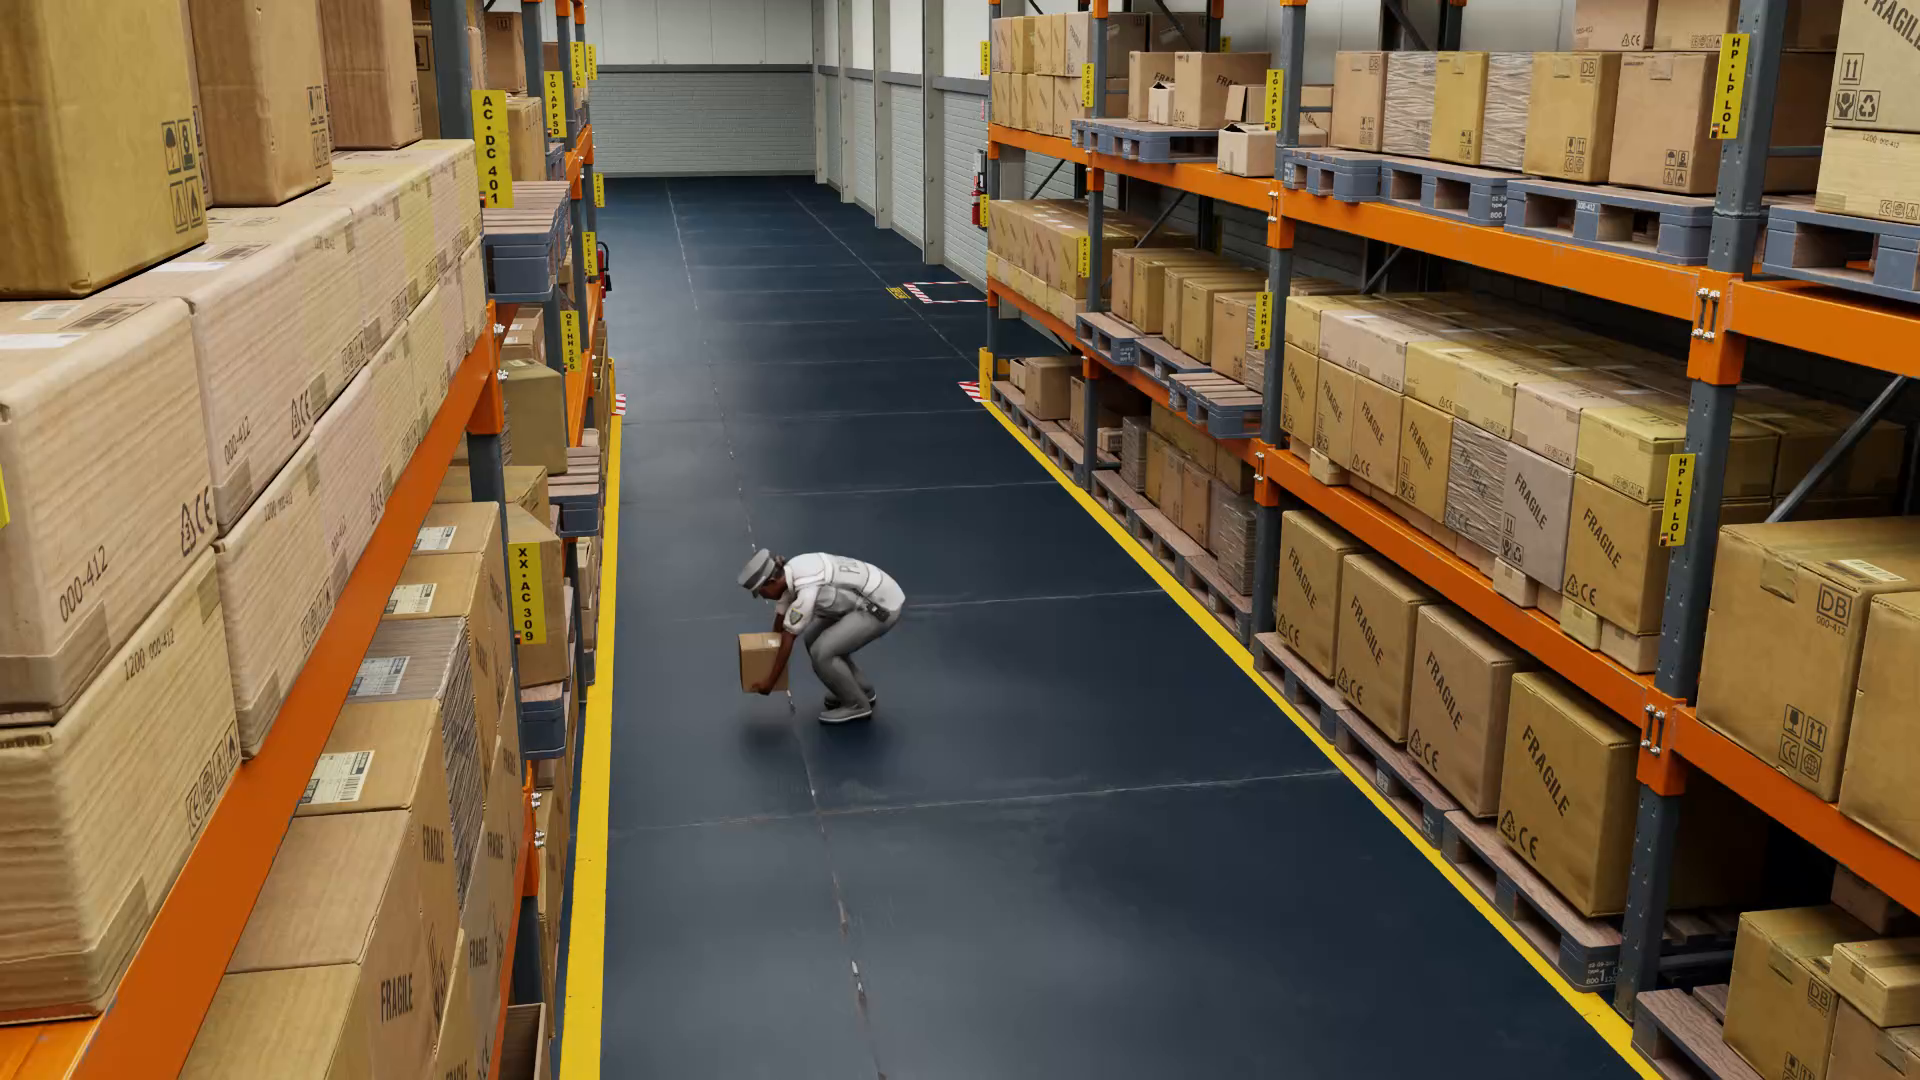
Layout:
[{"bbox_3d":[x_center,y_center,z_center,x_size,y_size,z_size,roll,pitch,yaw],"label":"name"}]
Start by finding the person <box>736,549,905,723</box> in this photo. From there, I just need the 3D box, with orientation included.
[{"bbox_3d":[-0.756,0.497,9.075,0.916,0.979,0.457,-4,17,-13],"label":"person"}]
